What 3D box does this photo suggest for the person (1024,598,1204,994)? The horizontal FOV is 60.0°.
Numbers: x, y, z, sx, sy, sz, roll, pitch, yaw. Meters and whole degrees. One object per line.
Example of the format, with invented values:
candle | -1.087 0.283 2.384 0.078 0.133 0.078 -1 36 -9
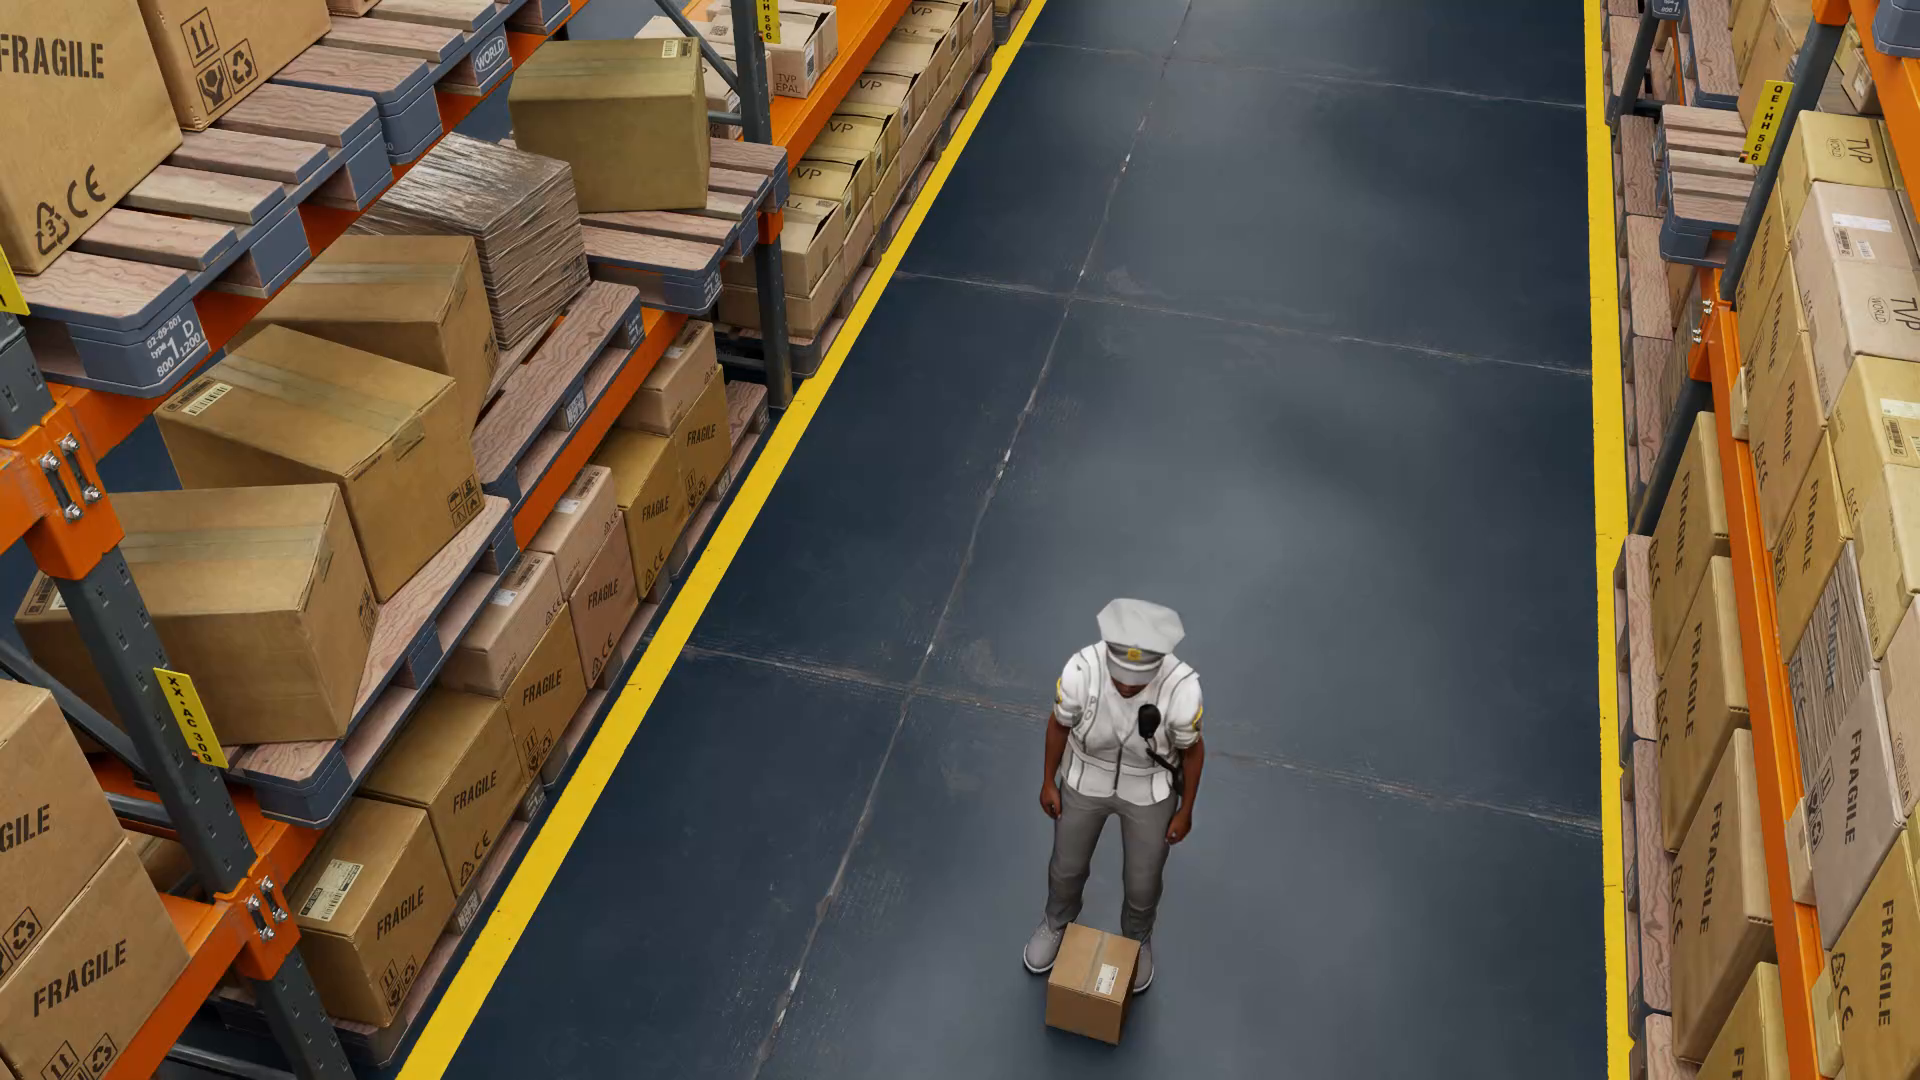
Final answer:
person | 0.491 0.801 5.246 0.509 1.658 0.386 10 42 11
